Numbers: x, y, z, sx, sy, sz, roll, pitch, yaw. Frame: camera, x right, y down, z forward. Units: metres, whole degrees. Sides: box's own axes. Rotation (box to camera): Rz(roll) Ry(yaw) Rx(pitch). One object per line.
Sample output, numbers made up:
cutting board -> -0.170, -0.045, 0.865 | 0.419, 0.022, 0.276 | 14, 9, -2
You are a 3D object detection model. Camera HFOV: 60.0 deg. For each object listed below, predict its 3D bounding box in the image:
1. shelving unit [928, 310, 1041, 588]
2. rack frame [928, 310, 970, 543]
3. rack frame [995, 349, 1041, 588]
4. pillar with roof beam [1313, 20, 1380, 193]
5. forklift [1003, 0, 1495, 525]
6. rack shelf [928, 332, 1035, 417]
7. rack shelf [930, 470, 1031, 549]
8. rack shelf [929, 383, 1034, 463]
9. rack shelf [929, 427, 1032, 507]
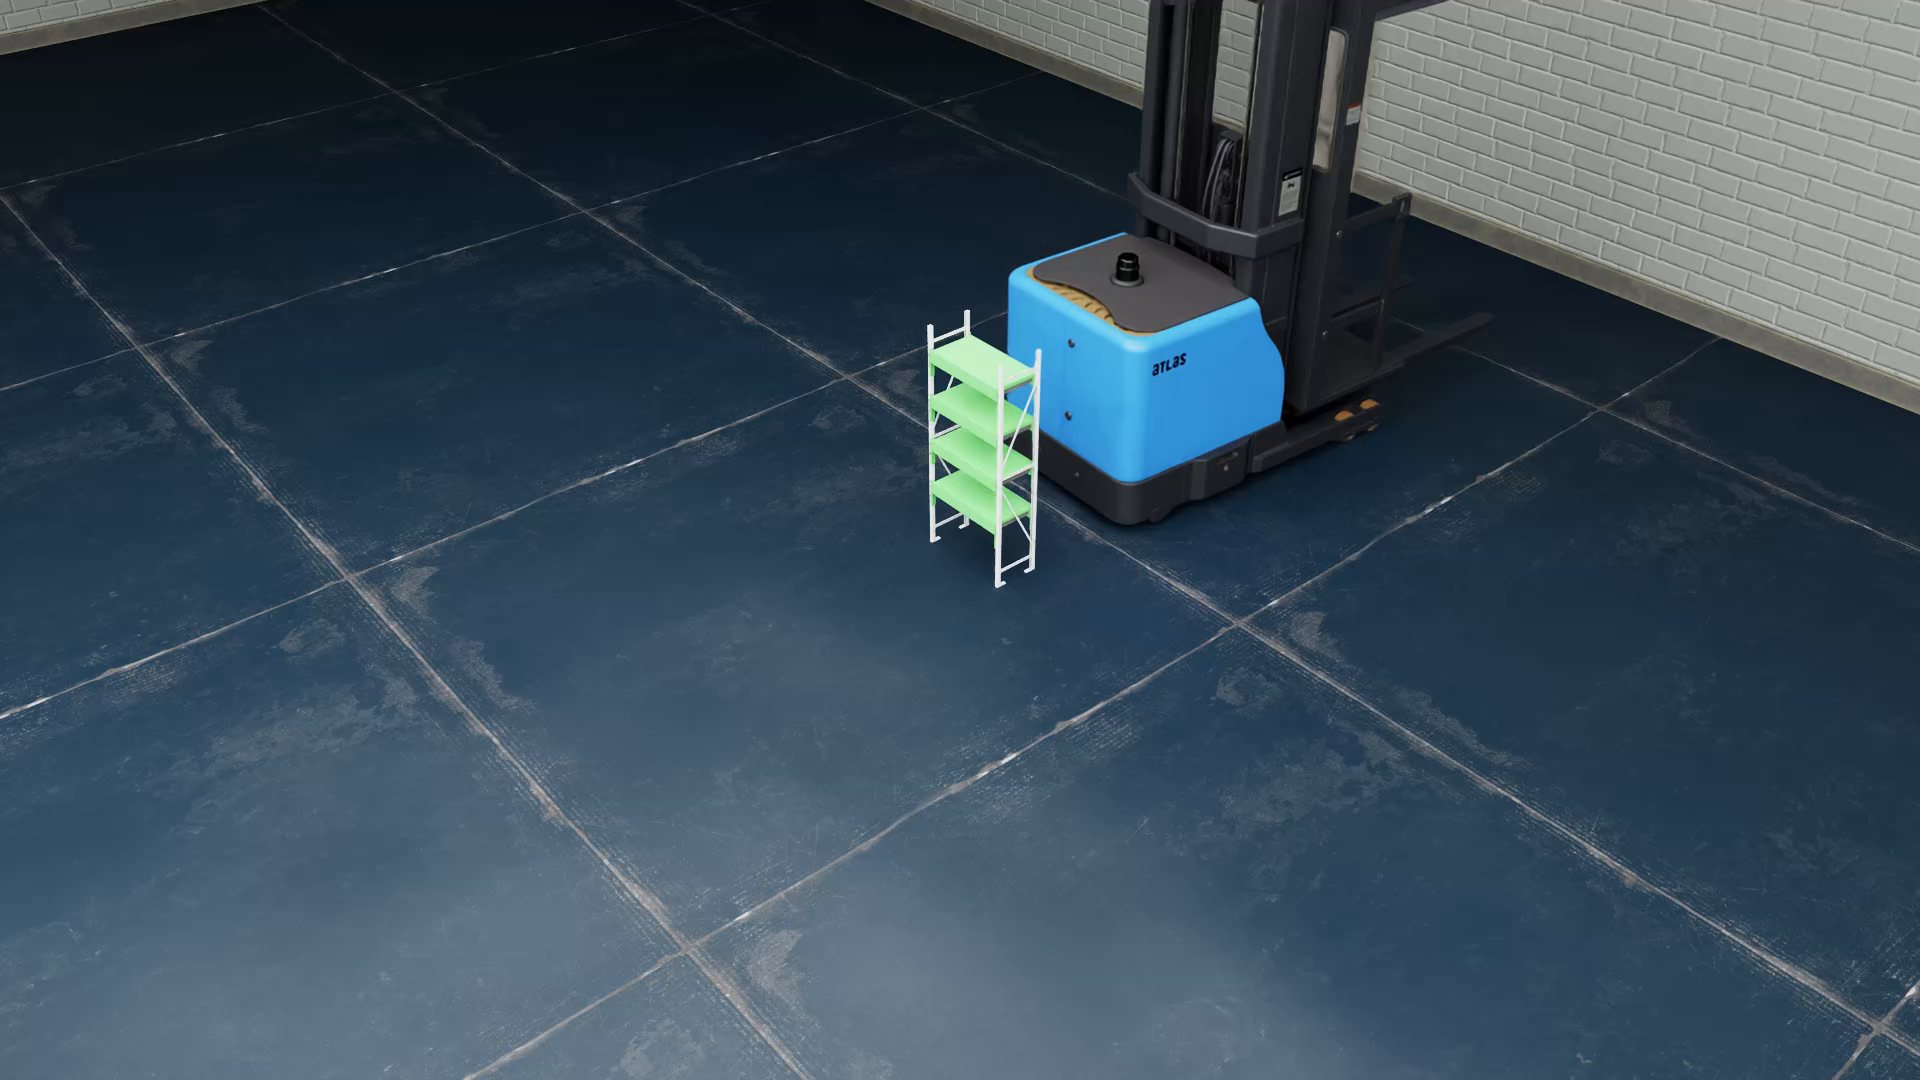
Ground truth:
shelving unit -> 0.107, -0.417, 7.800 | 0.258, 1.200, 0.503 | -26, 43, -32
rack frame -> -0.051, -0.524, 7.952 | 0.240, 1.200, 0.015 | -26, 43, -32
rack frame -> 0.264, -0.309, 7.648 | 0.240, 1.200, 0.015 | -26, 43, -32
pillar with roof beam -> -0.744, -4.562, 6.906 | 9.100, 9.000, 0.400 | -26, 43, -32
forklift -> 1.713, -1.952, 8.470 | 3.031, 2.935, 1.130 | -23, 41, -29
rack shelf -> 0.107, -0.756, 7.560 | 0.258, 0.148, 0.480 | -26, 43, -32
rack shelf -> 0.107, -0.169, 7.976 | 0.258, 0.148, 0.480 | -26, 43, -32
rack shelf -> 0.107, -0.560, 7.698 | 0.258, 0.148, 0.480 | -26, 43, -32
rack shelf -> 0.107, -0.364, 7.837 | 0.258, 0.148, 0.480 | -26, 43, -32
